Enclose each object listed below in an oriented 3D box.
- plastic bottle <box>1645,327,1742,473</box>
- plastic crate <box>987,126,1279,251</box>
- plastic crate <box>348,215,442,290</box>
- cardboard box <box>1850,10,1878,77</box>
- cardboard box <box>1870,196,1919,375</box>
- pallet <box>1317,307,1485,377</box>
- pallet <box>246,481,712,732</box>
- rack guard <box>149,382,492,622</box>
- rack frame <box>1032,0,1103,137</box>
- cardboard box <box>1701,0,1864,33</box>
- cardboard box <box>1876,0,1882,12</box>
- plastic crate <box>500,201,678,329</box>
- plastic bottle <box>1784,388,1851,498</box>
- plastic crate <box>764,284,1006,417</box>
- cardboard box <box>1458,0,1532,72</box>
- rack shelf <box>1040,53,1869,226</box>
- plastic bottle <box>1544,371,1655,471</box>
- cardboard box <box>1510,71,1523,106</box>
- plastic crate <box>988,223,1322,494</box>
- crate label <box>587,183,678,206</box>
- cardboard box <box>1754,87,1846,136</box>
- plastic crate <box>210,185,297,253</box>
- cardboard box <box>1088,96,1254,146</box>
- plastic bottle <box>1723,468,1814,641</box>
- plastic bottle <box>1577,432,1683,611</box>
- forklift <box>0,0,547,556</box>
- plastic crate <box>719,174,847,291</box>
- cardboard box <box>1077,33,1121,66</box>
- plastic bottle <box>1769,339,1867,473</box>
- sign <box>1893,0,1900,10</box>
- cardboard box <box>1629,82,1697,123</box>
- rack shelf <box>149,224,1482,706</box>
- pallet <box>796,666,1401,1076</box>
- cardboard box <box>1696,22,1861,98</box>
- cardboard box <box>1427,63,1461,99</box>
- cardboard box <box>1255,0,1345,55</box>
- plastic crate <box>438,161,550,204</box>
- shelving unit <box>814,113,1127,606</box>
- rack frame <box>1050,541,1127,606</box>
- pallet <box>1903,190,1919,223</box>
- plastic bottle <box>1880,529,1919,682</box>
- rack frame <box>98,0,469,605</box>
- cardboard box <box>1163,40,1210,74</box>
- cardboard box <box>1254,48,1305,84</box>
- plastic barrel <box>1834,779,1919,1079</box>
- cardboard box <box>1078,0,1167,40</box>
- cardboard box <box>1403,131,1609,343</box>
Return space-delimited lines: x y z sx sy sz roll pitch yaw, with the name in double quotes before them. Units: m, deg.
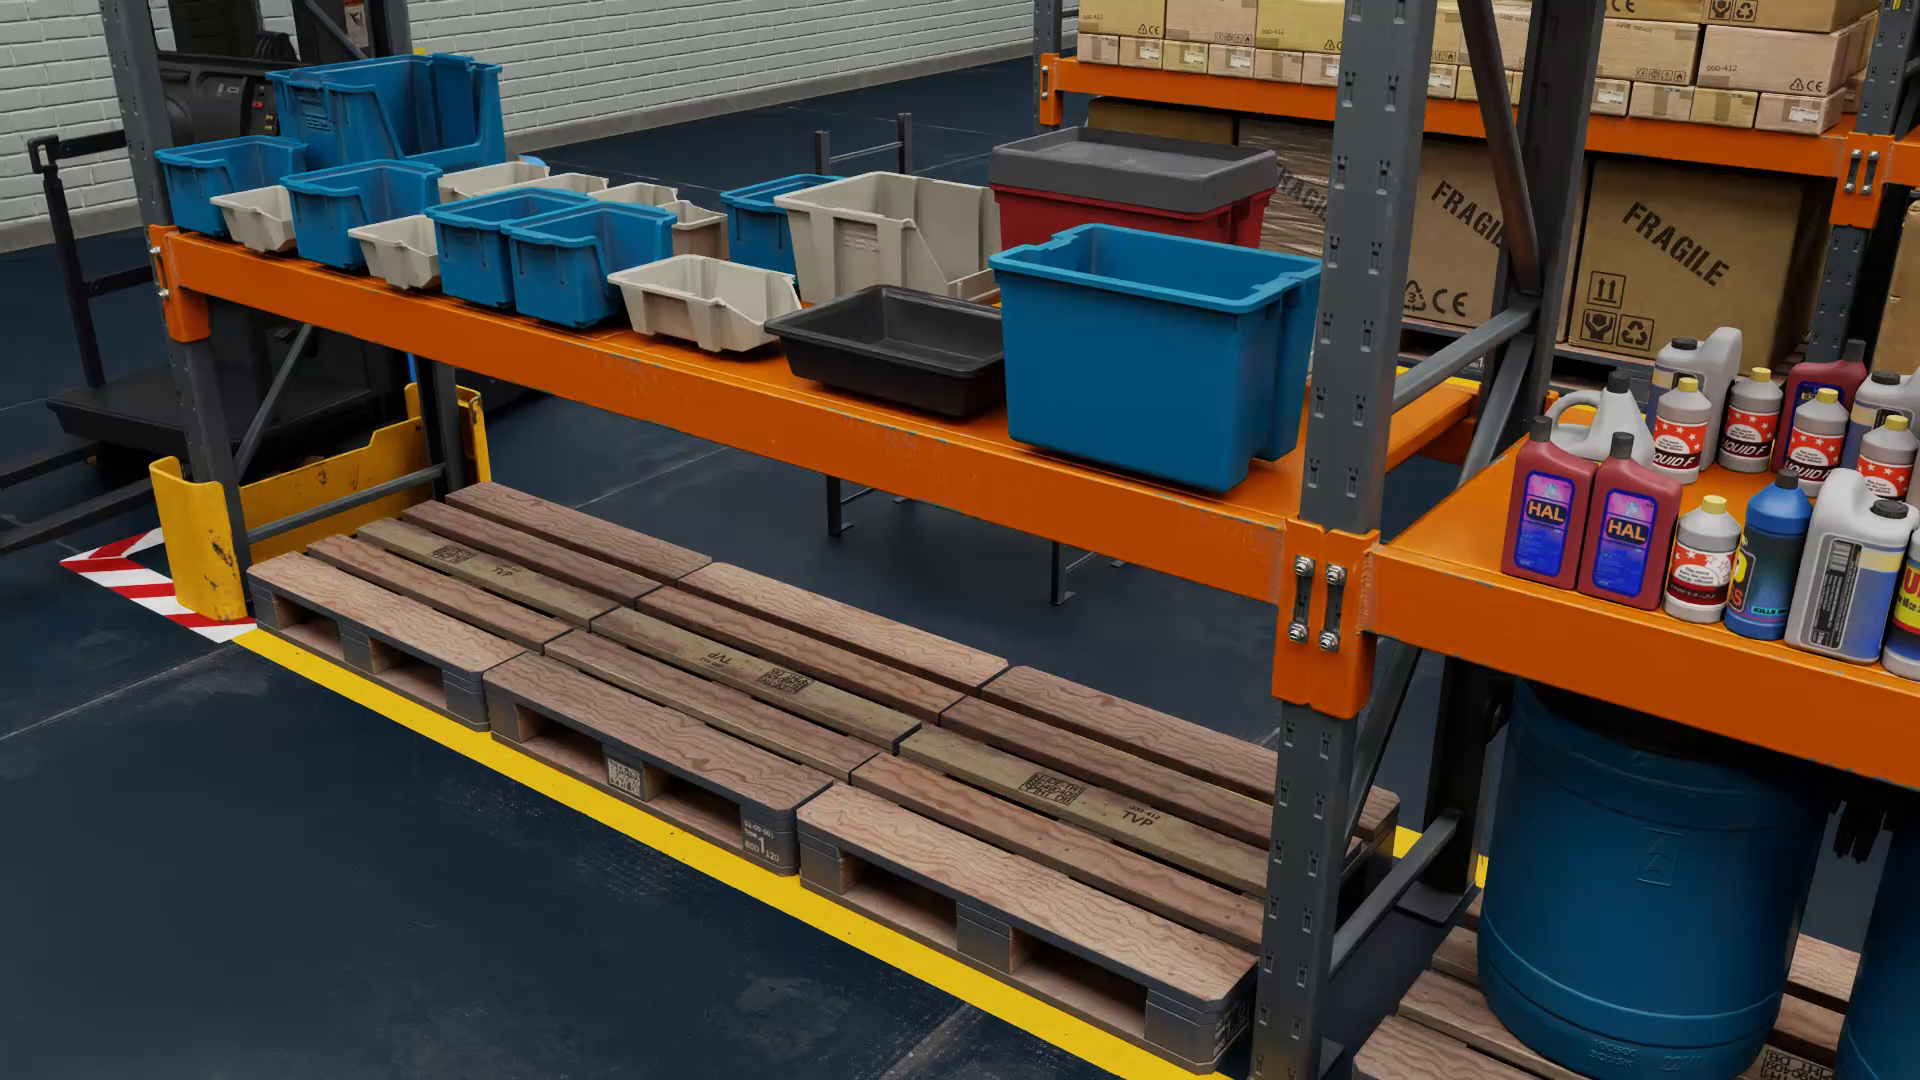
"plastic bottle" 1.476 -0.297 3.358 0.135 0.276 0.152 17 29 33
"plastic crate" 0.403 -0.698 3.961 0.583 0.464 0.402 17 29 33
"plastic crate" -1.484 -0.785 4.563 0.298 0.136 0.250 17 29 33
"cardboard box" 3.719 -2.208 7.359 0.500 0.250 0.500 16 29 32
"cardboard box" 4.462 -1.014 6.946 0.875 0.875 1.225 17 29 33
"pallet" 2.396 -1.171 8.645 1.213 0.211 1.003 17 29 33
"pallet" -1.597 0.176 5.589 1.213 0.211 1.003 17 29 33
"rack guard" -2.261 -0.170 6.015 0.348 0.500 1.175 17 29 33
"rack frame" 0.737 -2.910 9.135 0.127 3.000 1.000 17 29 33
"cardboard box" 3.409 -2.378 6.815 0.500 0.500 0.500 18 29 35
"cardboard box" 6.010 -3.593 10.996 0.250 0.149 0.380 16 28 32
"plastic crate" -0.940 -0.706 4.265 0.300 0.233 0.416 17 29 33
"plastic bottle" 1.656 -0.192 3.212 0.097 0.201 0.097 0 24 0
"plastic crate" -0.090 -0.430 3.773 0.590 0.125 0.437 17 29 33
"cardboard box" 2.603 -2.280 7.522 0.500 0.250 0.500 18 29 34
"rack shelf" 2.337 -2.097 8.182 4.000 0.370 1.077 17 29 33
"plastic bottle" 1.087 -0.123 2.870 0.185 0.351 0.144 17 29 33
"cardboard box" 2.673 -2.045 7.482 0.250 0.149 0.380 17 29 34
"plastic crate" 0.389 -0.368 3.310 0.575 0.384 0.392 17 29 33
"crate label" -1.012 -0.946 4.929 0.243 0.136 0.396 17 29 33
"cardboard box" 3.497 -1.796 6.917 0.250 0.149 0.380 17 29 34
"plastic crate" -2.026 -0.949 4.936 0.298 0.136 0.250 17 29 33
"cardboard box" 1.297 -2.001 9.186 0.875 0.875 0.875 17 29 33
"plastic bottle" 1.293 0.018 2.648 0.097 0.271 0.097 0 24 0
"plastic bottle" 1.111 -0.033 2.749 0.133 0.283 0.061 17 29 33
"forklift" -2.960 -1.646 6.350 1.130 2.935 3.031 11 26 24
"plastic crate" -0.436 -0.849 4.590 0.300 0.233 0.416 17 29 33
"cardboard box" 0.823 -2.603 8.749 0.250 0.149 0.380 17 29 34
"plastic bottle" 1.689 -0.259 3.263 0.133 0.283 0.061 17 29 33
"sign" 3.606 -2.196 6.342 0.005 0.325 0.100 17 29 33
"cardboard box" 3.086 -1.920 7.200 0.250 0.149 0.380 16 29 32
"rack shelf" -0.633 -0.499 4.555 4.000 0.370 1.077 17 29 33
"pallet" 0.355 0.766 4.250 1.213 0.211 1.003 17 29 33
"cardboard box" 3.427 -2.032 6.960 0.500 0.250 0.500 16 29 32
"cardboard box" 2.266 -2.168 7.763 0.250 0.149 0.380 17 29 34
"cardboard box" 1.779 -2.528 8.085 0.500 0.250 0.500 16 28 32
"plastic crate" -1.472 -1.080 5.234 0.243 0.136 0.396 17 29 33
"shelving unit" 0.068 -0.666 5.901 1.048 1.500 0.538 17 29 33
"rack frame" 0.475 -0.543 5.622 0.032 1.500 0.500 17 29 33
"pallet" 6.435 -2.394 11.421 1.213 0.211 1.003 17 29 33
"plastic bottle" 1.478 0.074 2.521 0.097 0.271 0.097 0 24 0
"rack frame" -2.234 -1.312 5.508 0.127 3.000 1.000 17 29 33
"cardboard box" 1.234 -2.479 8.469 0.250 0.149 0.380 16 28 32
"cardboard box" 1.646 -2.355 8.186 0.250 0.149 0.380 16 28 32
"plastic barrel" 1.959 0.732 2.951 0.708 0.901 0.600 17 29 33
"cardboard box" 0.959 -2.774 8.644 0.500 0.250 0.500 16 28 32
"cardboard box" 2.737 -1.566 8.198 0.875 0.875 0.875 17 29 33
